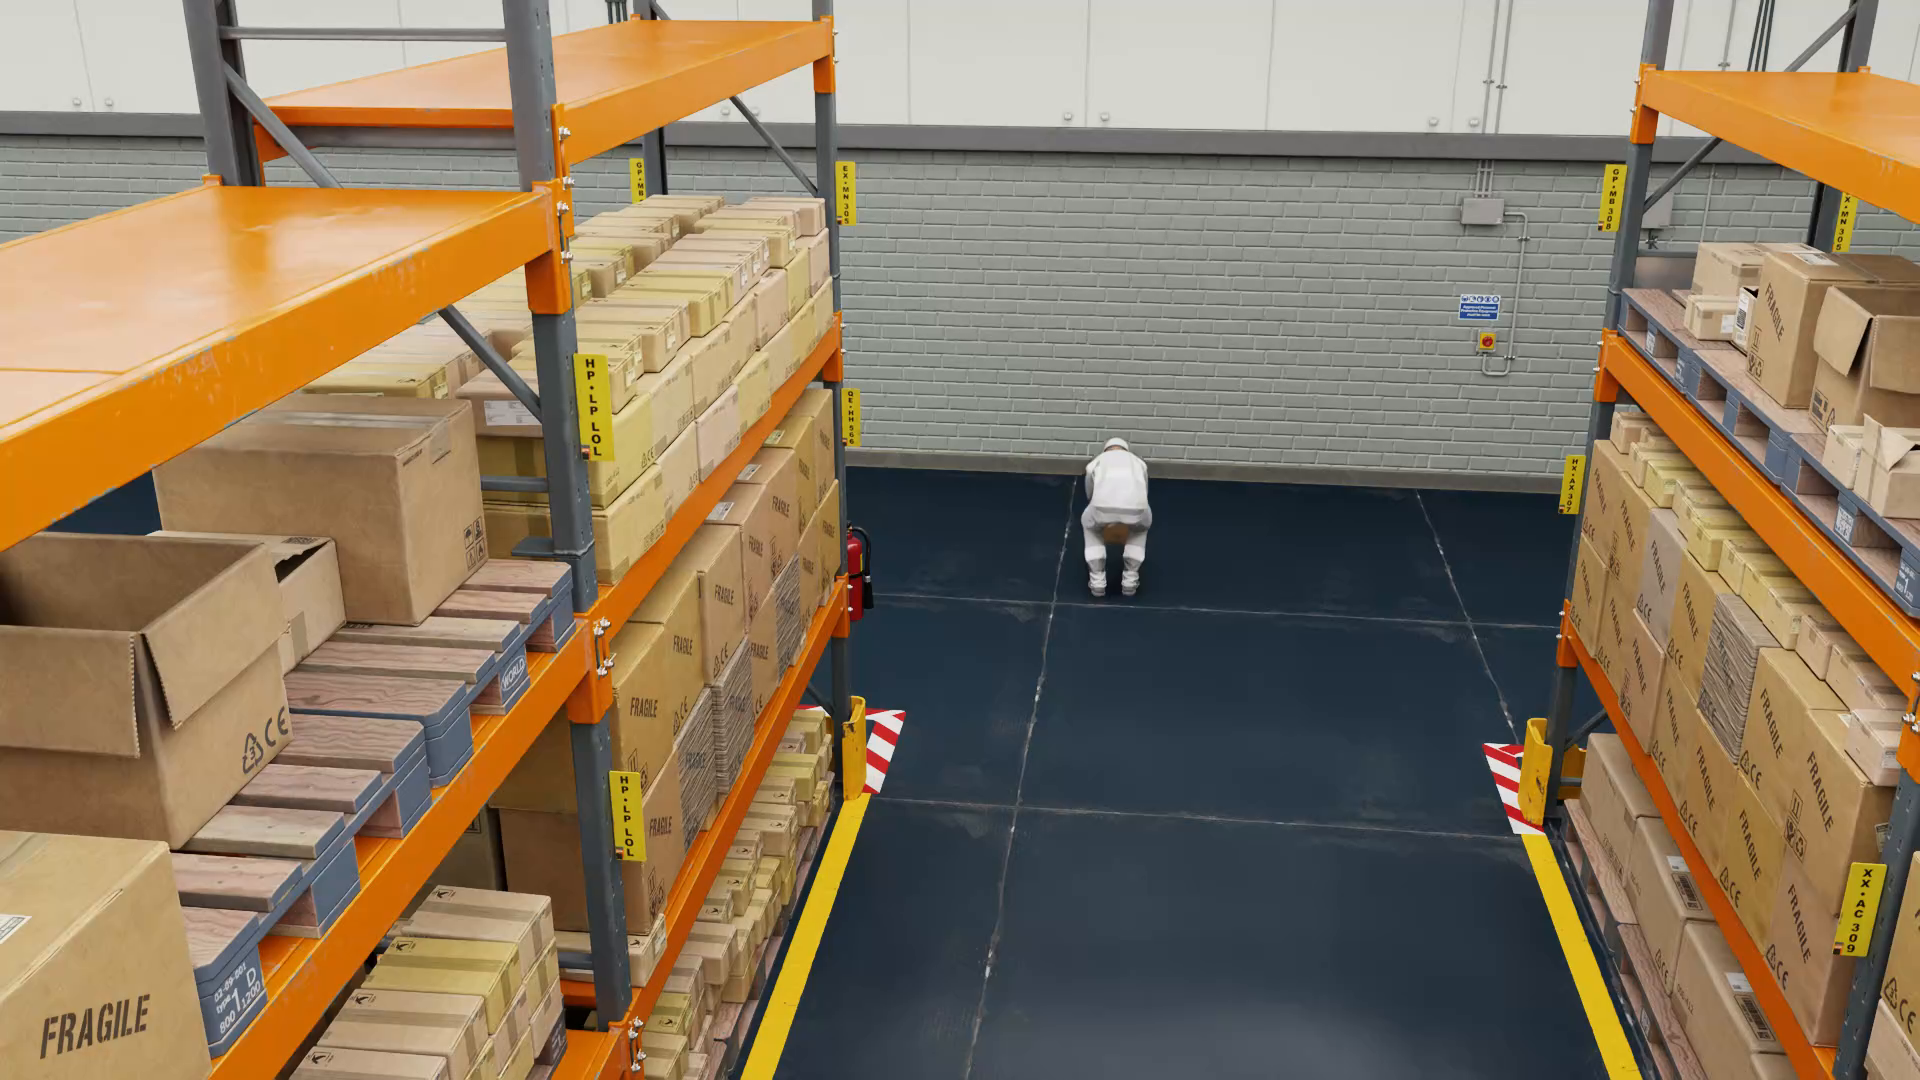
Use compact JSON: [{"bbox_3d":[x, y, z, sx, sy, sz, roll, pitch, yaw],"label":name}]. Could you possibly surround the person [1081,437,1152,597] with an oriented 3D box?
[{"bbox_3d":[1.175,-0.160,12.513,0.528,1.038,0.959,1,21,4],"label":"person"}]
